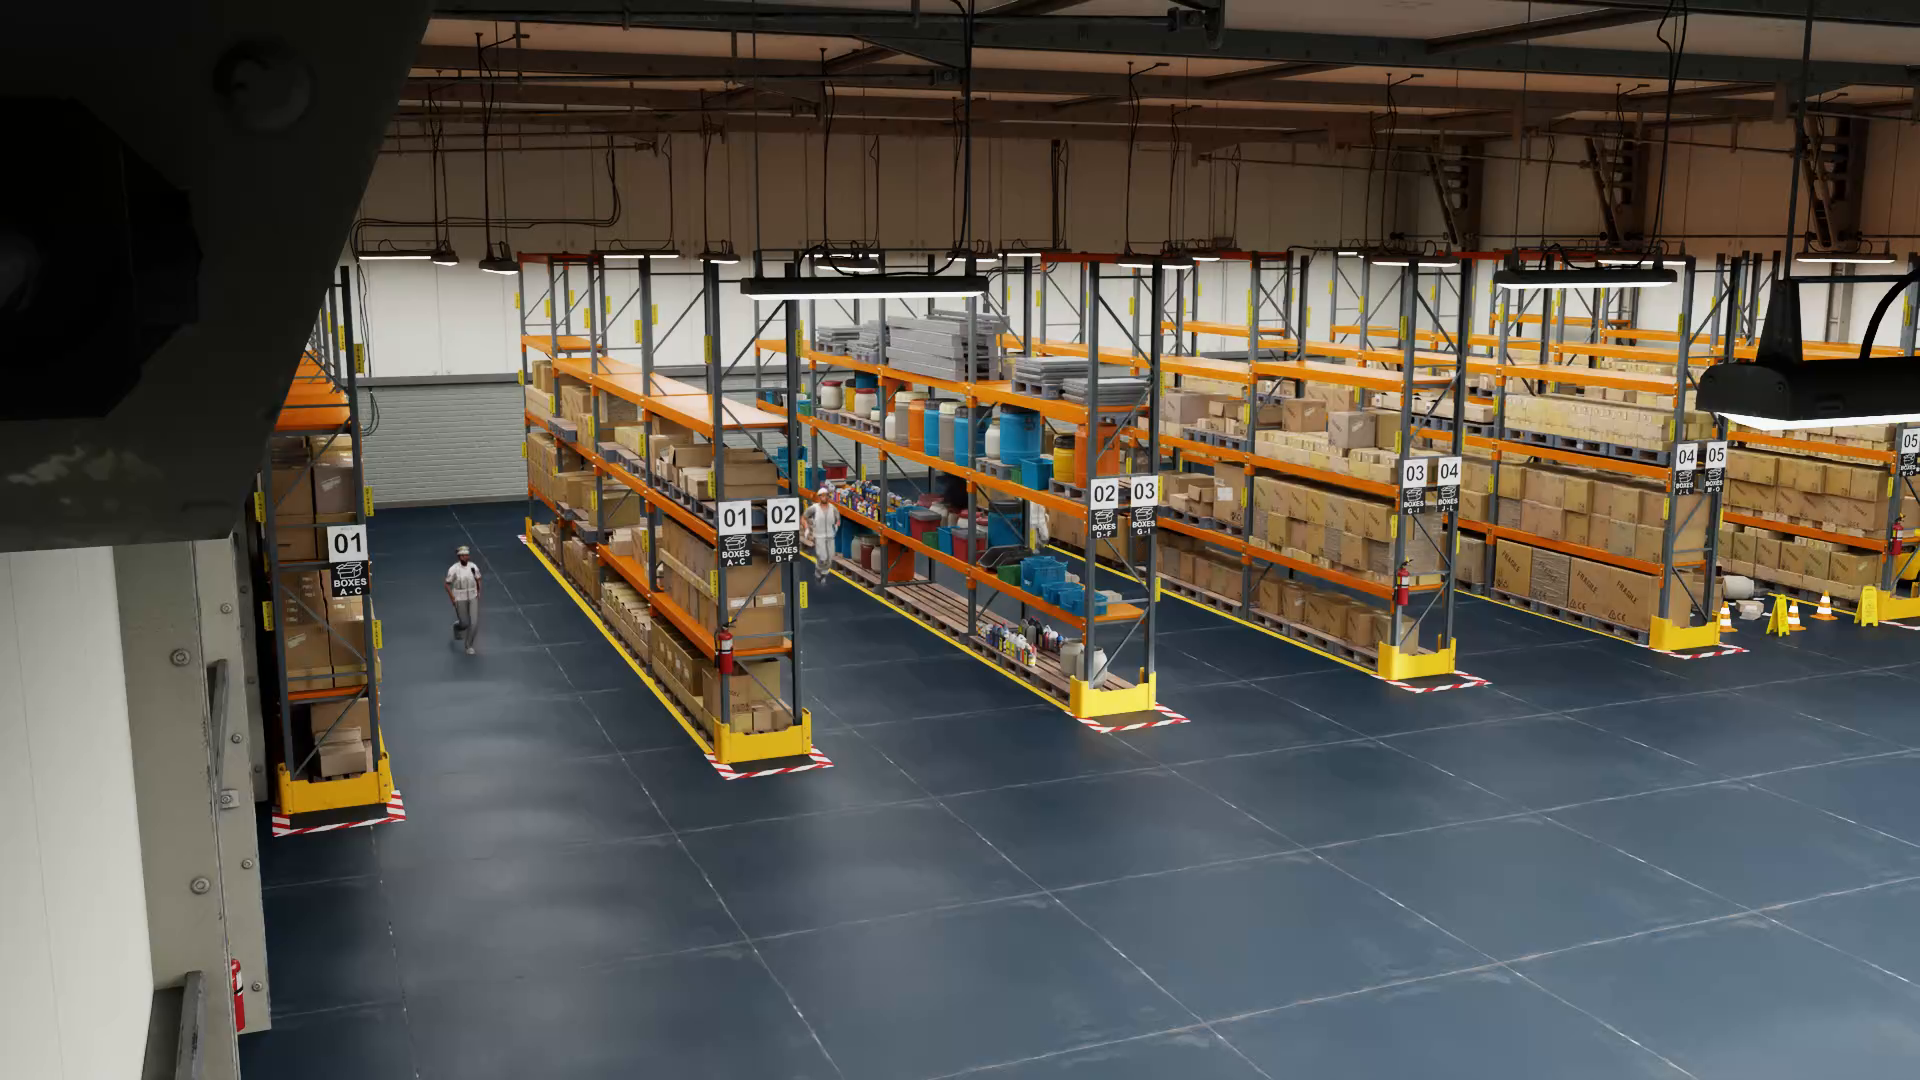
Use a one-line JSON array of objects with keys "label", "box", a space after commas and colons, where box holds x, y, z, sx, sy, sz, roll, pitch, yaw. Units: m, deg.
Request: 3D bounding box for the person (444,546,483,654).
[{"label": "person", "box": [-7.623, 0.896, 25.617, 0.582, 1.665, 0.578, -6, 12, -32]}]

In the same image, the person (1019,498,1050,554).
[{"label": "person", "box": [1.459, -0.395, 32.054, 0.699, 1.606, 0.695, -5, 11, -25]}]

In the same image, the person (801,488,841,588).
[{"label": "person", "box": [-2.334, -0.020, 28.654, 0.664, 1.757, 0.603, -5, 11, -25]}]
